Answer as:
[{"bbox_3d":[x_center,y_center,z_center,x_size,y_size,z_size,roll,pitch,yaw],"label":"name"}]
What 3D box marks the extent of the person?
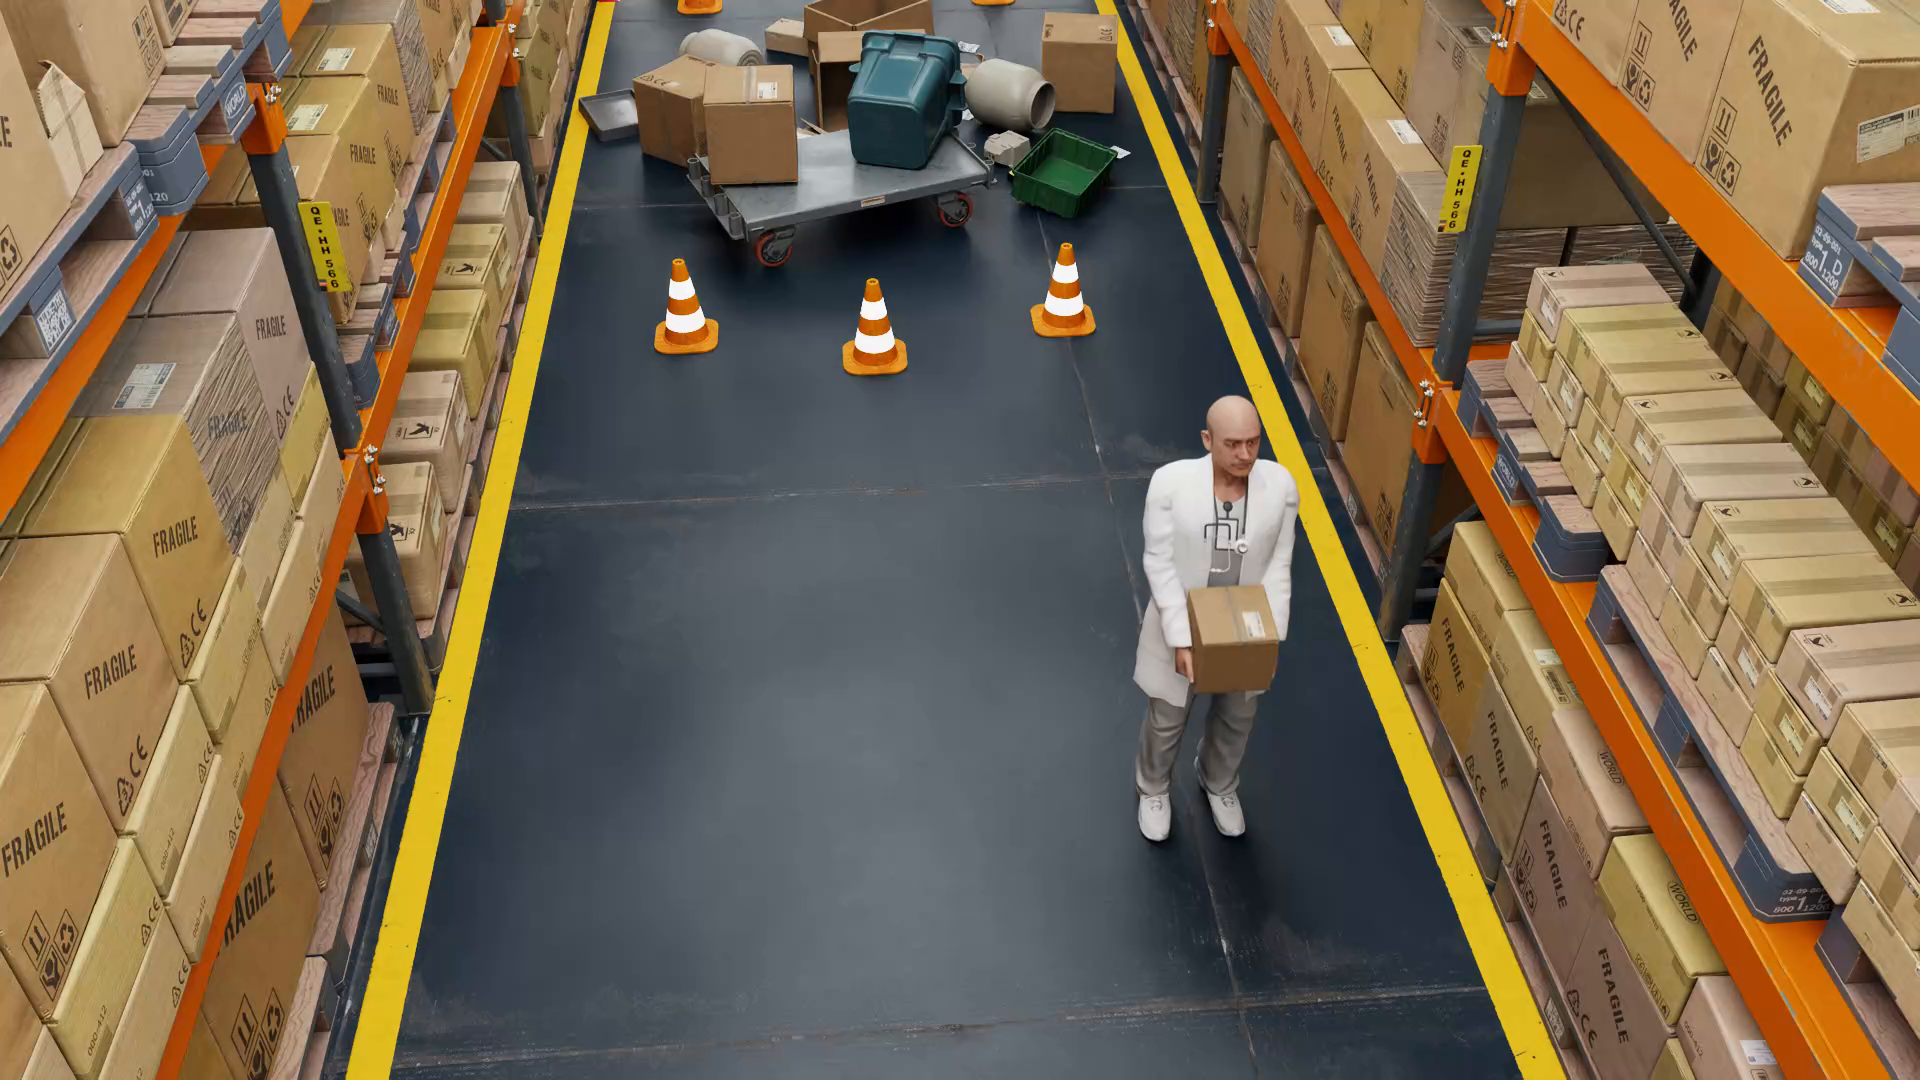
[{"bbox_3d":[0.879,0.356,5.724,0.531,1.769,0.554,-3,39,-4],"label":"person"}]
